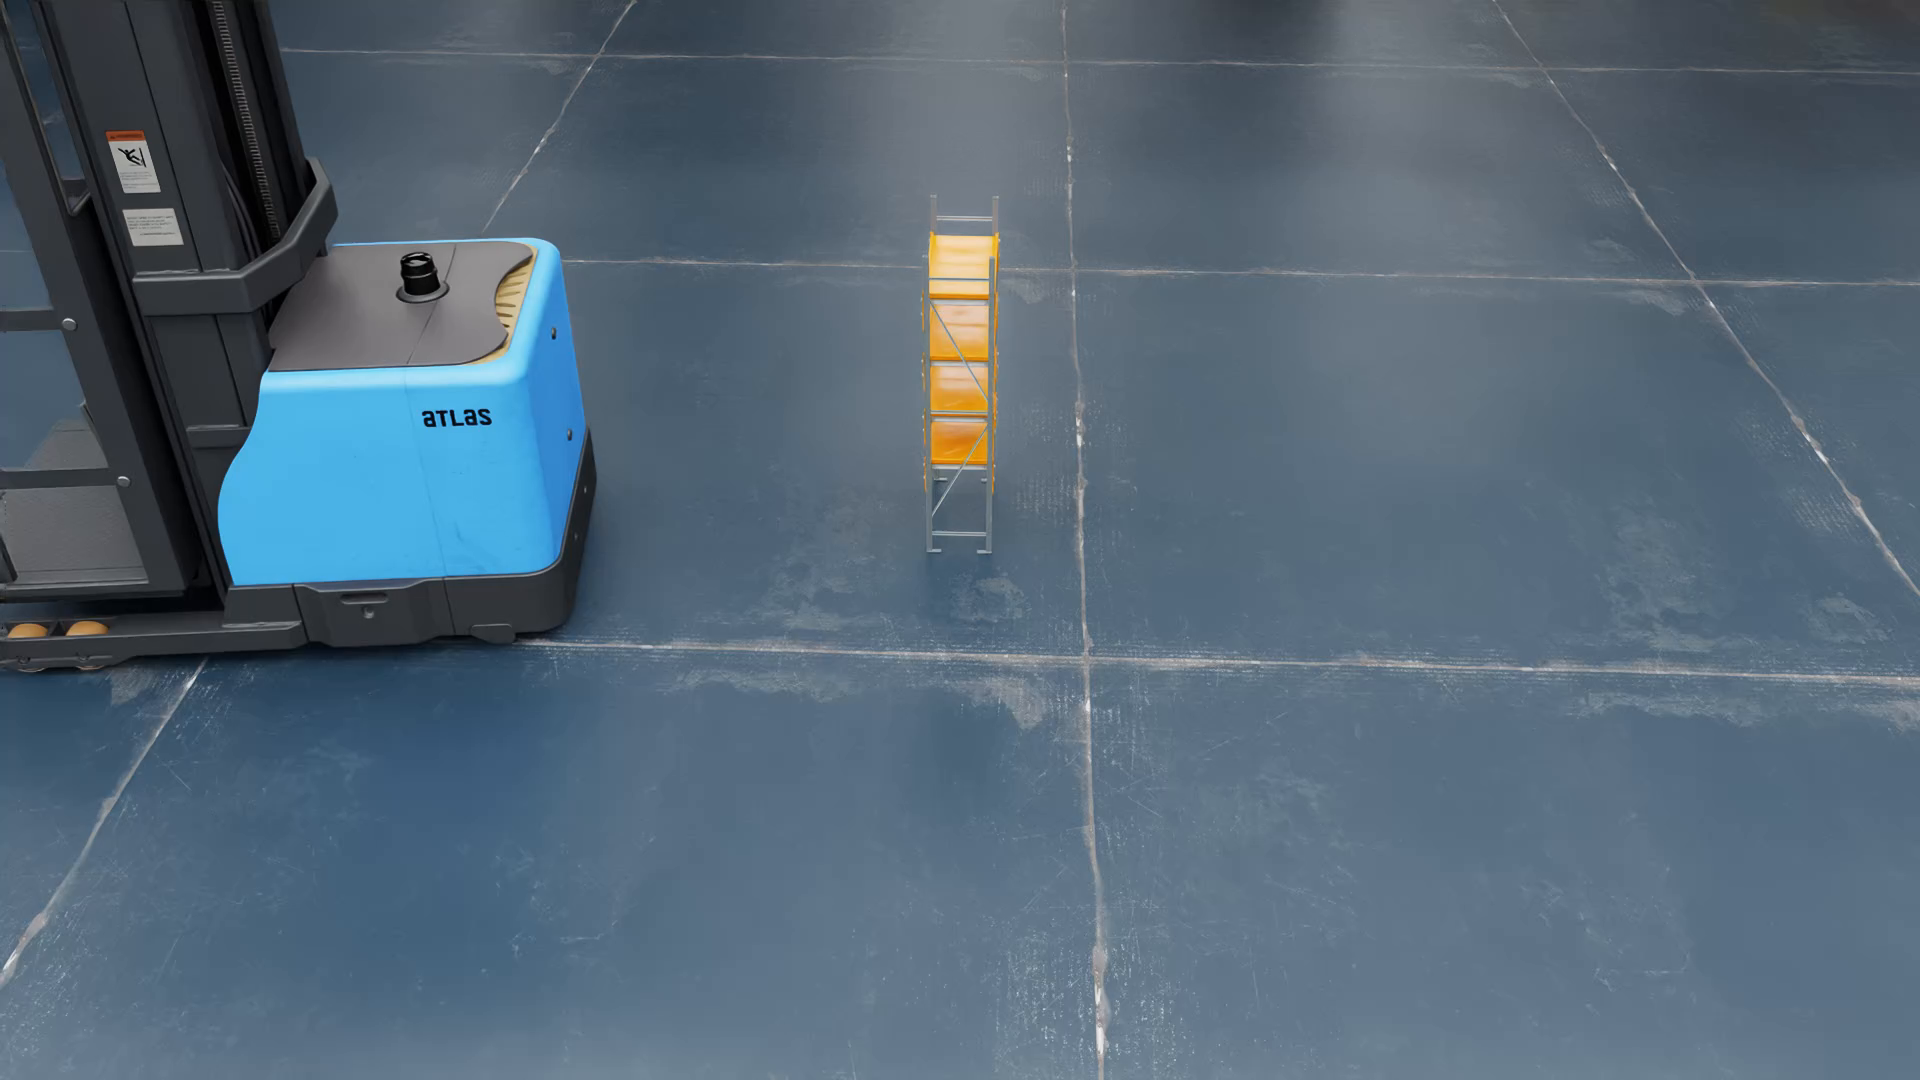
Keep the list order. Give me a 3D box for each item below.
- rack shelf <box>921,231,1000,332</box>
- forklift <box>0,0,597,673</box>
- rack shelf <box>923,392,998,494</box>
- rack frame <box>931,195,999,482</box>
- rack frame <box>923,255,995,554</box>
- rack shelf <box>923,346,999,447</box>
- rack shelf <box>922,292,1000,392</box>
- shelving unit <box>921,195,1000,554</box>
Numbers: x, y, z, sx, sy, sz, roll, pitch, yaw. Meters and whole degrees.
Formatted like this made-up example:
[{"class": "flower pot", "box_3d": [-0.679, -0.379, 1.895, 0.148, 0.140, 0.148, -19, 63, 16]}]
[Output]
[{"class": "rack shelf", "box_3d": [0.007, -0.907, 5.814, 0.258, 0.148, 0.480, 1, 35, 2]}, {"class": "forklift", "box_3d": [-2.888, -1.068, 5.221, 3.031, 2.935, 1.130, -2, 35, -3]}, {"class": "rack shelf", "box_3d": [0.007, -0.368, 6.193, 0.258, 0.148, 0.480, 1, 35, 2]}, {"class": "rack frame", "box_3d": [0.016, -0.726, 6.240, 0.240, 1.200, 0.015, 1, 35, 2]}, {"class": "rack frame", "box_3d": [-0.003, -0.446, 5.841, 0.240, 1.200, 0.015, 1, 35, 2]}, {"class": "rack shelf", "box_3d": [0.007, -0.531, 6.079, 0.258, 0.148, 0.480, 1, 35, 2]}, {"class": "rack shelf", "box_3d": [0.007, -0.714, 5.950, 0.258, 0.148, 0.480, 1, 35, 2]}, {"class": "shelving unit", "box_3d": [0.007, -0.586, 6.040, 0.258, 1.200, 0.503, 1, 35, 2]}]
